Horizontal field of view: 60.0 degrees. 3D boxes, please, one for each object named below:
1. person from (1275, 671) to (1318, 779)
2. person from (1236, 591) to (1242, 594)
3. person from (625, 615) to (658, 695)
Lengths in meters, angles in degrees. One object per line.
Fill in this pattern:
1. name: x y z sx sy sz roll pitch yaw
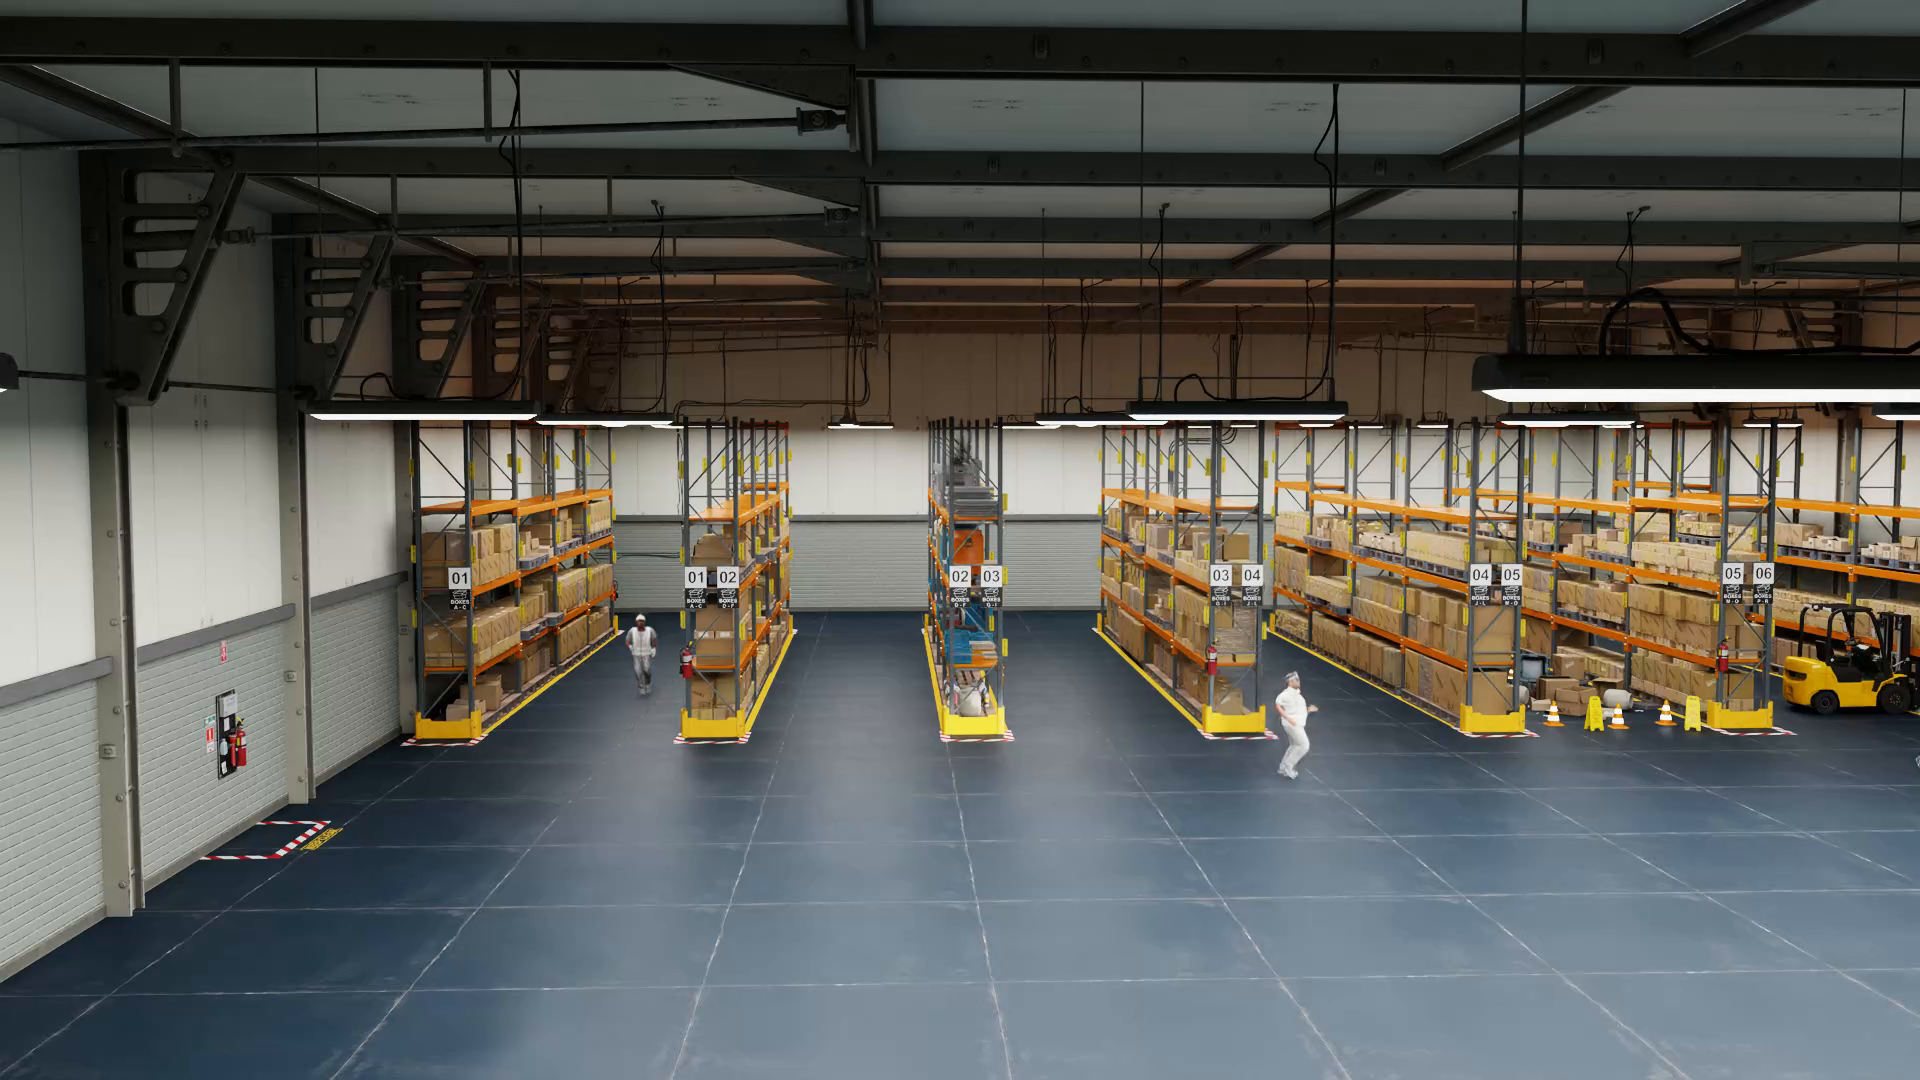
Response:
1. person: 5.571 3.058 27.458 0.645 1.786 0.644 2 4 23
2. person: 8.165 1.701 48.131 0.726 1.735 0.678 -4 5 -45
3. person: -6.891 2.492 35.921 0.679 1.744 0.607 0 4 -6
